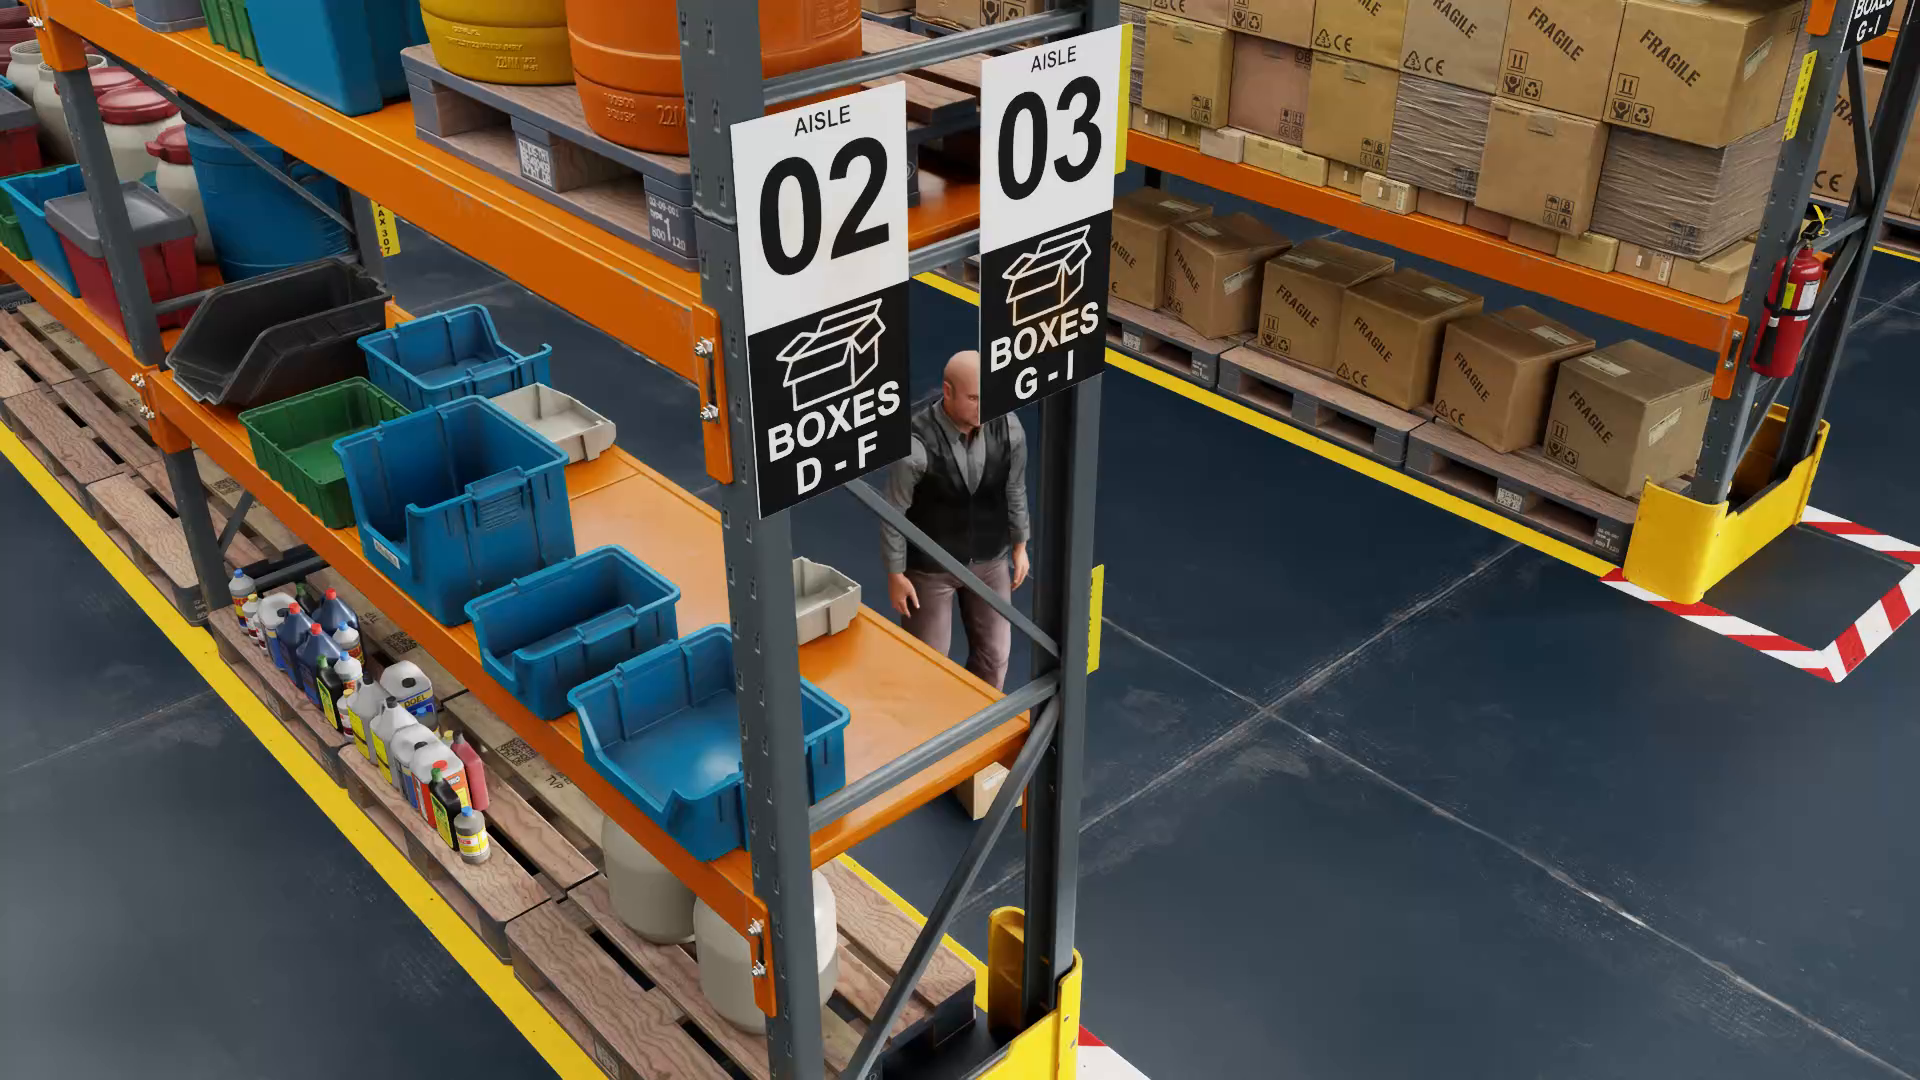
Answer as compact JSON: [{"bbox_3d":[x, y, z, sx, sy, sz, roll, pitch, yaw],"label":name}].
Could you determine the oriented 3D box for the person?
[{"bbox_3d":[-0.008,0.094,6.005,0.582,1.720,0.473,-15,34,-22],"label":"person"}]
